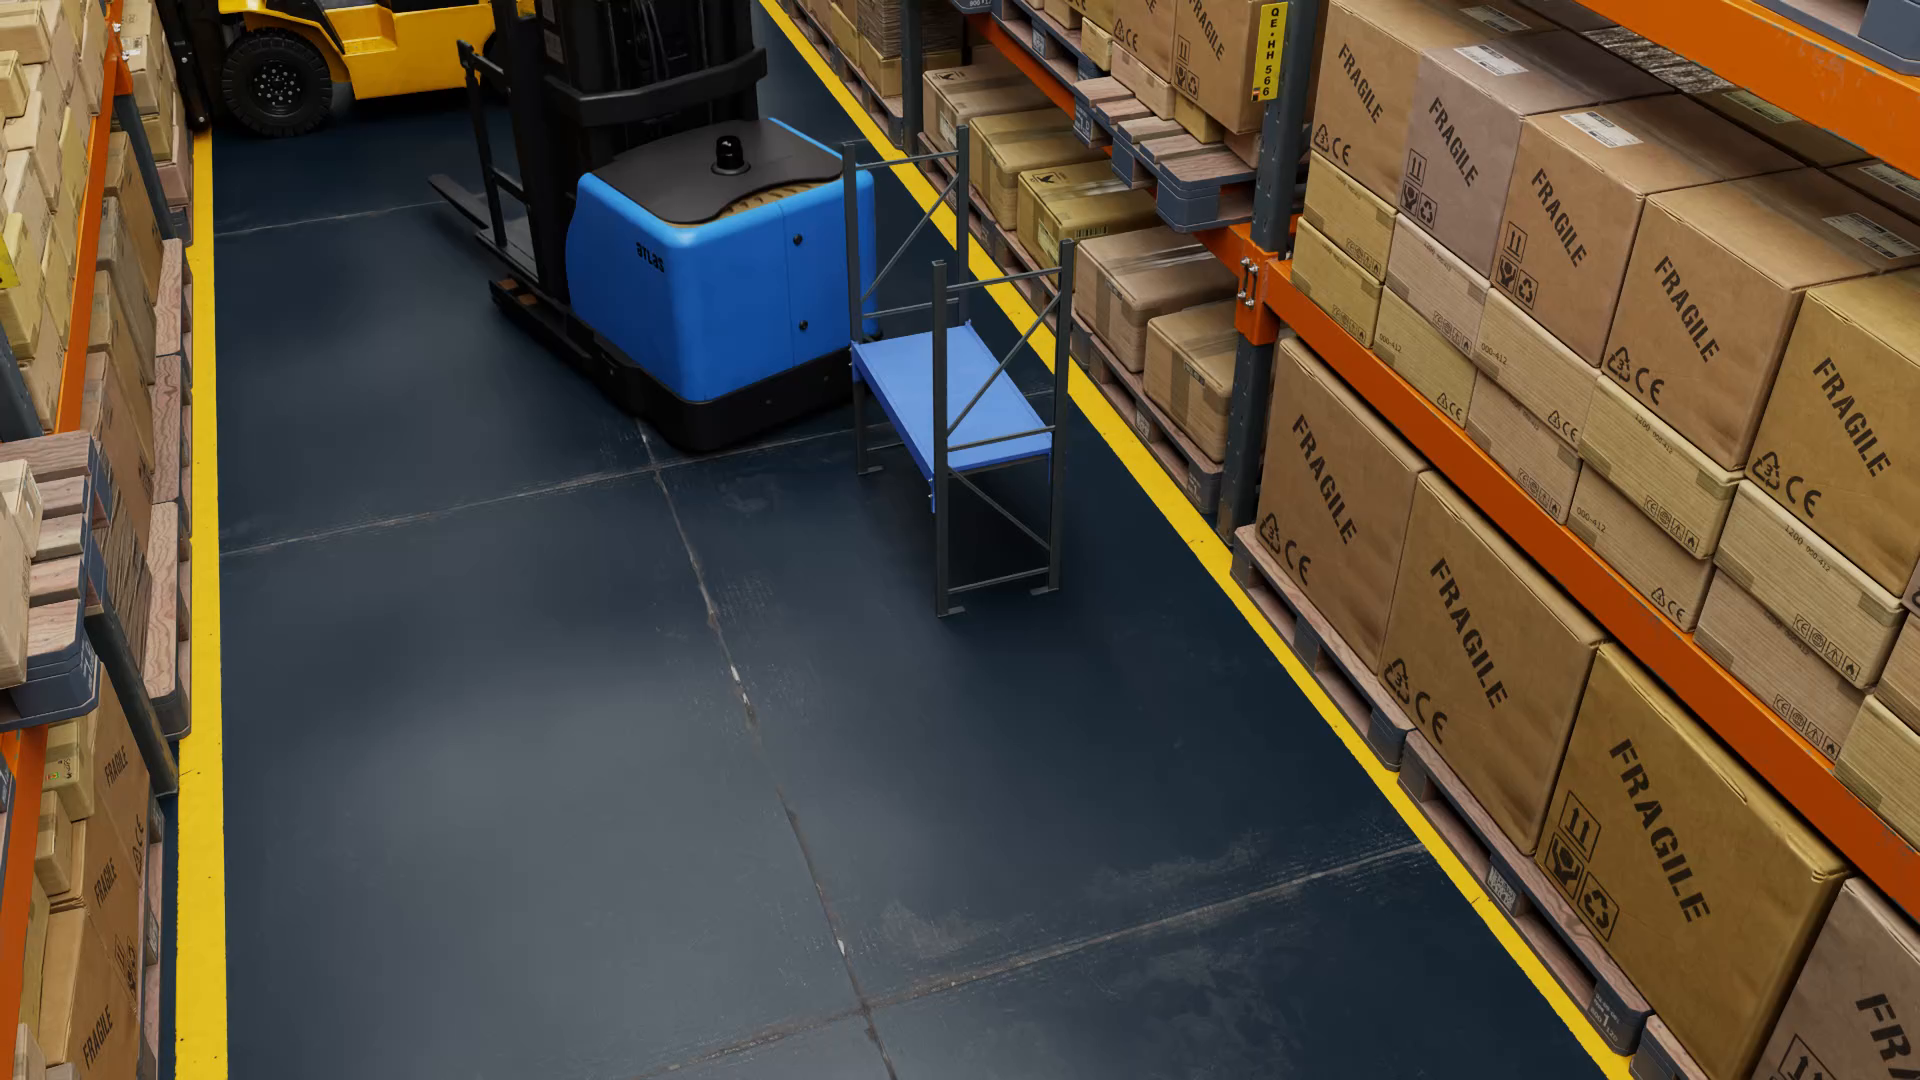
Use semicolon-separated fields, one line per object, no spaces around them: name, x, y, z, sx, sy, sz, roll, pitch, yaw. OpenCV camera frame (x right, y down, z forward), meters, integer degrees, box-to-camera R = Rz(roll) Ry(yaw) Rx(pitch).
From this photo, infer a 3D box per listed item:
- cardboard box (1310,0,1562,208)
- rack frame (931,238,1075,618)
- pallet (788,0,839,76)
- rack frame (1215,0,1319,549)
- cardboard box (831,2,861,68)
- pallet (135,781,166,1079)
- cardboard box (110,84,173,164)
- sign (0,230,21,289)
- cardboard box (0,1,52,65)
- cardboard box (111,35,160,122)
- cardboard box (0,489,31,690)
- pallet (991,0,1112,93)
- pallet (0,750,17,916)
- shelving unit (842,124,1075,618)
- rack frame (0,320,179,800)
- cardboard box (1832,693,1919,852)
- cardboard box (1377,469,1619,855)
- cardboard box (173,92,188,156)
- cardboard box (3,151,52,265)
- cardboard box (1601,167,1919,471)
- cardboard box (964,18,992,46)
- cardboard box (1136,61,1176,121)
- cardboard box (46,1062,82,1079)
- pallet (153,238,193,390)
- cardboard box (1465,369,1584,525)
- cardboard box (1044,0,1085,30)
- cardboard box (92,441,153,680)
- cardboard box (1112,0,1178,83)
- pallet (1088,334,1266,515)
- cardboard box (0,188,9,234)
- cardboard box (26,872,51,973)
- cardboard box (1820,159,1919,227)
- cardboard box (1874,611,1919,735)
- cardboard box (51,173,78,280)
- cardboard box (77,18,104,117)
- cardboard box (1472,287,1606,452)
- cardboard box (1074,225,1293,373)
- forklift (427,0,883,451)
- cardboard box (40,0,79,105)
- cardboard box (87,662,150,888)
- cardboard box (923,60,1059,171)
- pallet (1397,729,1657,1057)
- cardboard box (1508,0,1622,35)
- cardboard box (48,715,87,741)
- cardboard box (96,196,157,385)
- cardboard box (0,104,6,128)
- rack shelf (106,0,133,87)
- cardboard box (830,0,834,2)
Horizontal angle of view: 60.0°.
cardboard box;1.473;-1.409;5.214;0.500;0.500;0.500;-14;39;-17
rack frame;0.146;-0.360;5.981;0.500;1.500;0.032;-12;39;-16
pallet;-0.531;-3.507;11.231;1.003;0.211;1.213;-12;39;-16
rack frame;1.533;-1.299;5.982;1.000;3.000;0.127;-12;39;-16
cardboard box;-0.492;-3.205;10.449;0.500;0.250;0.500;-13;39;-17
pallet;-2.905;1.274;4.883;1.003;0.211;1.213;-12;39;-16
cardboard box;-4.379;-2.135;8.613;0.500;0.250;0.500;-13;39;-16
sign;-2.620;-0.818;4.446;0.100;0.325;0.005;-12;39;-16
cardboard box;-3.545;-1.832;6.066;0.380;0.149;0.250;-13;39;-17
cardboard box;-4.375;-2.336;8.464;0.500;0.250;0.500;-13;39;-17
cardboard box;-2.459;0.152;3.831;0.500;0.250;0.500;-14;39;-18
pallet;0.813;-2.332;7.513;1.003;0.211;1.213;-12;39;-16
pallet;-2.453;0.905;3.215;1.003;0.211;1.213;-12;39;-16
shelving unit;-0.029;-0.647;6.363;0.538;1.500;1.048;-12;39;-16
rack frame;-3.126;-0.269;4.615;1.000;3.000;0.127;-12;39;-16
cardboard box;2.344;0.531;3.676;0.500;0.250;0.500;-13;39;-17
cardboard box;1.996;0.294;5.284;0.875;0.875;0.875;-12;39;-15
cardboard box;-4.548;-2.224;9.146;0.500;0.250;0.500;-13;39;-17
cardboard box;-3.221;-0.994;5.285;0.500;0.250;0.500;-11;38;-15
cardboard box;1.987;-0.550;4.073;0.500;0.500;0.500;-12;39;-15
cardboard box;0.207;-3.317;9.974;0.500;0.500;0.500;-11;38;-14
cardboard box;0.910;-1.773;6.470;0.380;0.149;0.250;-13;39;-16
cardboard box;-2.238;1.625;3.828;0.500;0.500;0.500;-14;39;-18
pallet;-4.213;-1.007;7.912;1.003;0.211;1.213;-12;39;-16
cardboard box;1.833;-0.327;4.815;0.500;0.250;0.500;-11;38;-14
cardboard box;0.592;-2.362;7.252;0.380;0.149;0.250;-14;39;-17
cardboard box;-3.328;0.156;5.674;0.875;0.625;0.625;-11;38;-15
cardboard box;0.927;-2.115;6.385;0.500;0.500;0.500;-13;39;-17
pallet;1.265;-0.627;7.407;1.003;0.211;1.213;-12;39;-16
cardboard box;-3.053;-0.960;4.909;0.380;0.149;0.250;-12;39;-15
cardboard box;-2.498;0.993;4.128;0.380;0.149;0.250;-11;38;-15
cardboard box;2.473;-0.643;4.197;0.500;0.500;0.500;-13;39;-17
cardboard box;2.350;0.341;3.513;0.500;0.250;0.500;-12;38;-15
cardboard box;-3.402;-1.085;5.823;0.500;0.250;0.500;-14;39;-17
cardboard box;-3.906;-1.956;6.978;0.500;0.250;0.500;-13;39;-16
cardboard box;1.812;-0.525;4.663;0.500;0.250;0.500;-13;39;-16
cardboard box;1.086;-1.154;7.624;0.950;0.372;0.625;-13;39;-17
forklift;-1.667;-2.376;7.468;1.130;2.935;3.031;-26;44;-30
cardboard box;-3.740;-1.865;6.442;0.500;0.250;0.500;-12;39;-15
cardboard box;-2.779;0.756;4.982;0.500;0.500;0.500;-11;38;-15
cardboard box;0.339;-2.381;9.253;0.950;0.372;0.625;-12;39;-15
pallet;2.150;0.964;5.295;1.003;0.211;1.213;-12;39;-16
cardboard box;1.956;-1.501;5.335;0.500;0.500;0.500;-13;39;-17
cardboard box;-2.719;0.529;4.744;0.380;0.149;0.250;-14;39;-18
cardboard box;-4.053;-1.016;7.230;0.875;0.625;0.625;-13;39;-16
cardboard box;-3.381;-1.381;5.468;0.380;0.149;0.250;-12;39;-15
rack shelf;-5.191;-3.372;9.331;1.077;0.370;4.000;-12;39;-16
cardboard box;-0.652;-3.781;10.590;0.500;0.500;0.500;-10;38;-14
